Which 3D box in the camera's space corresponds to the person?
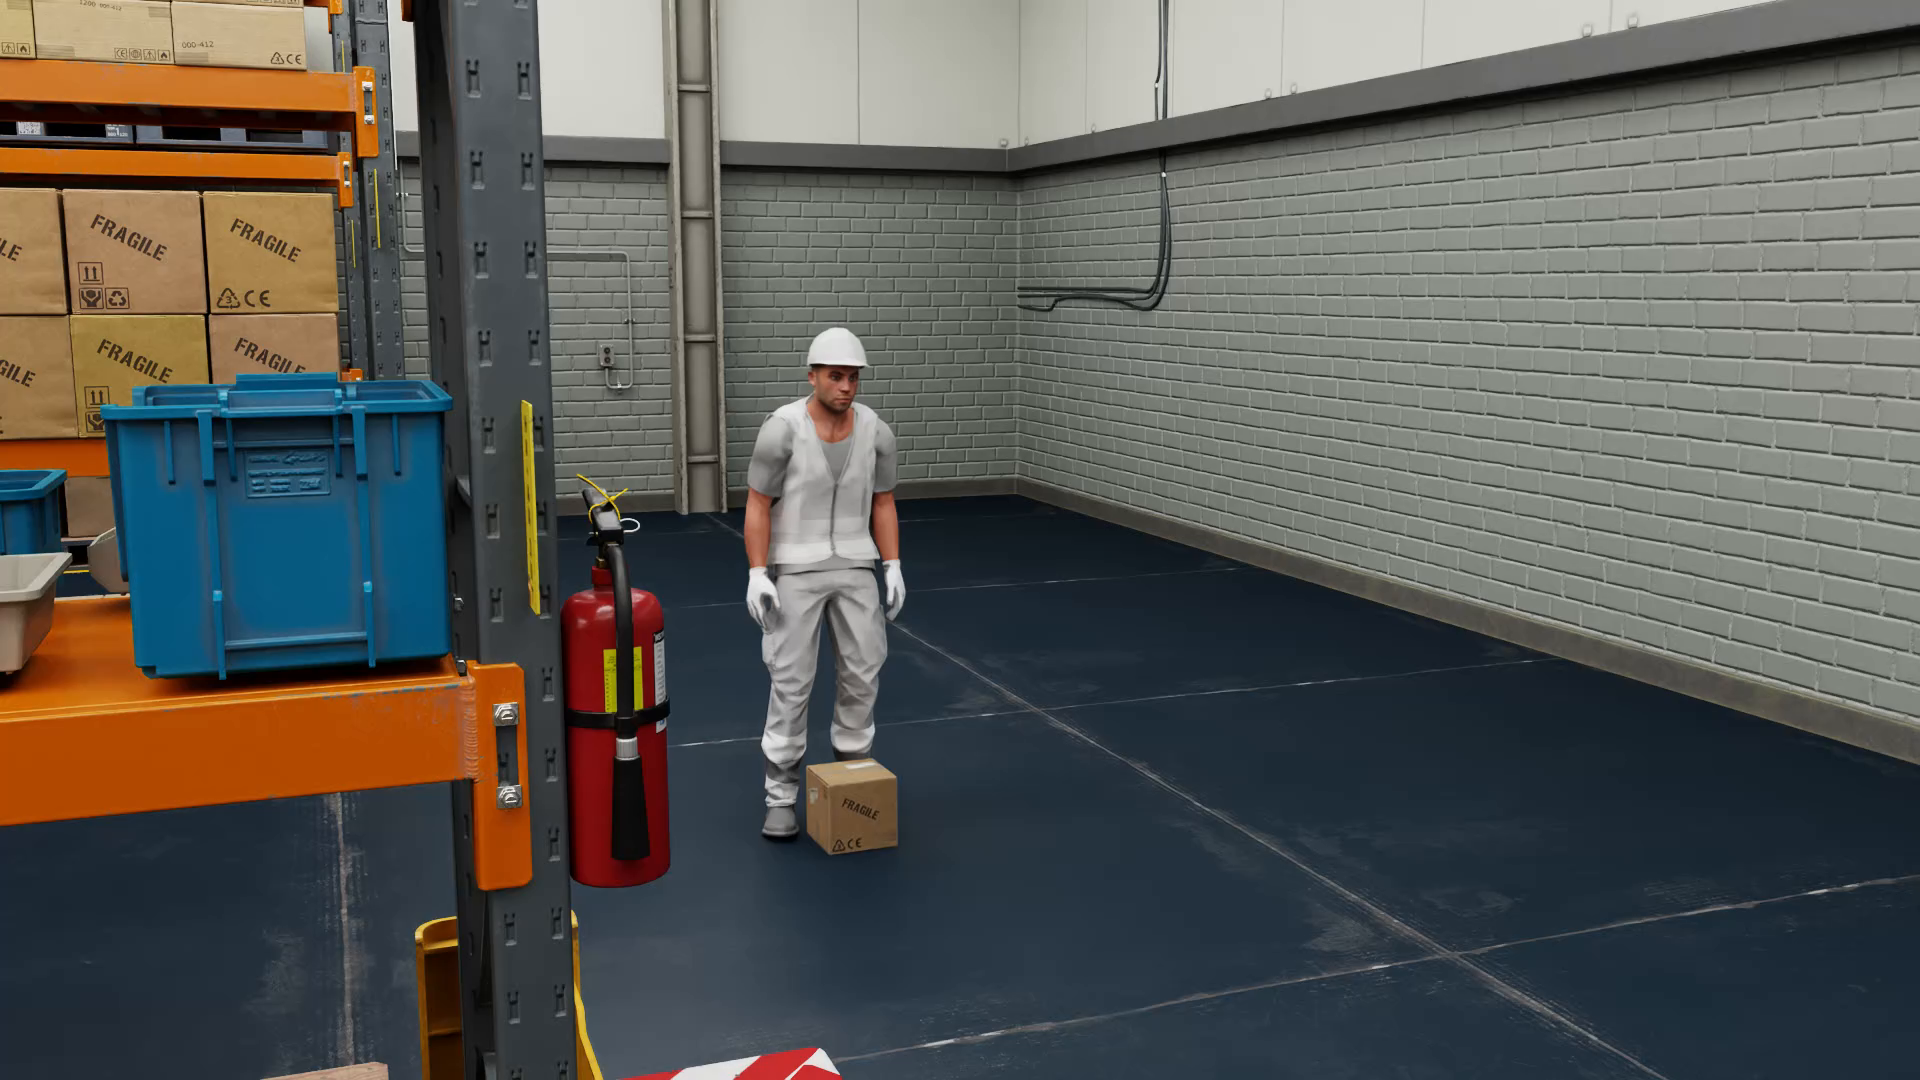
[{"bbox_3d":[-0.471,0.142,5.891,0.600,1.778,0.451,-4,10,-23],"label":"person"}]
